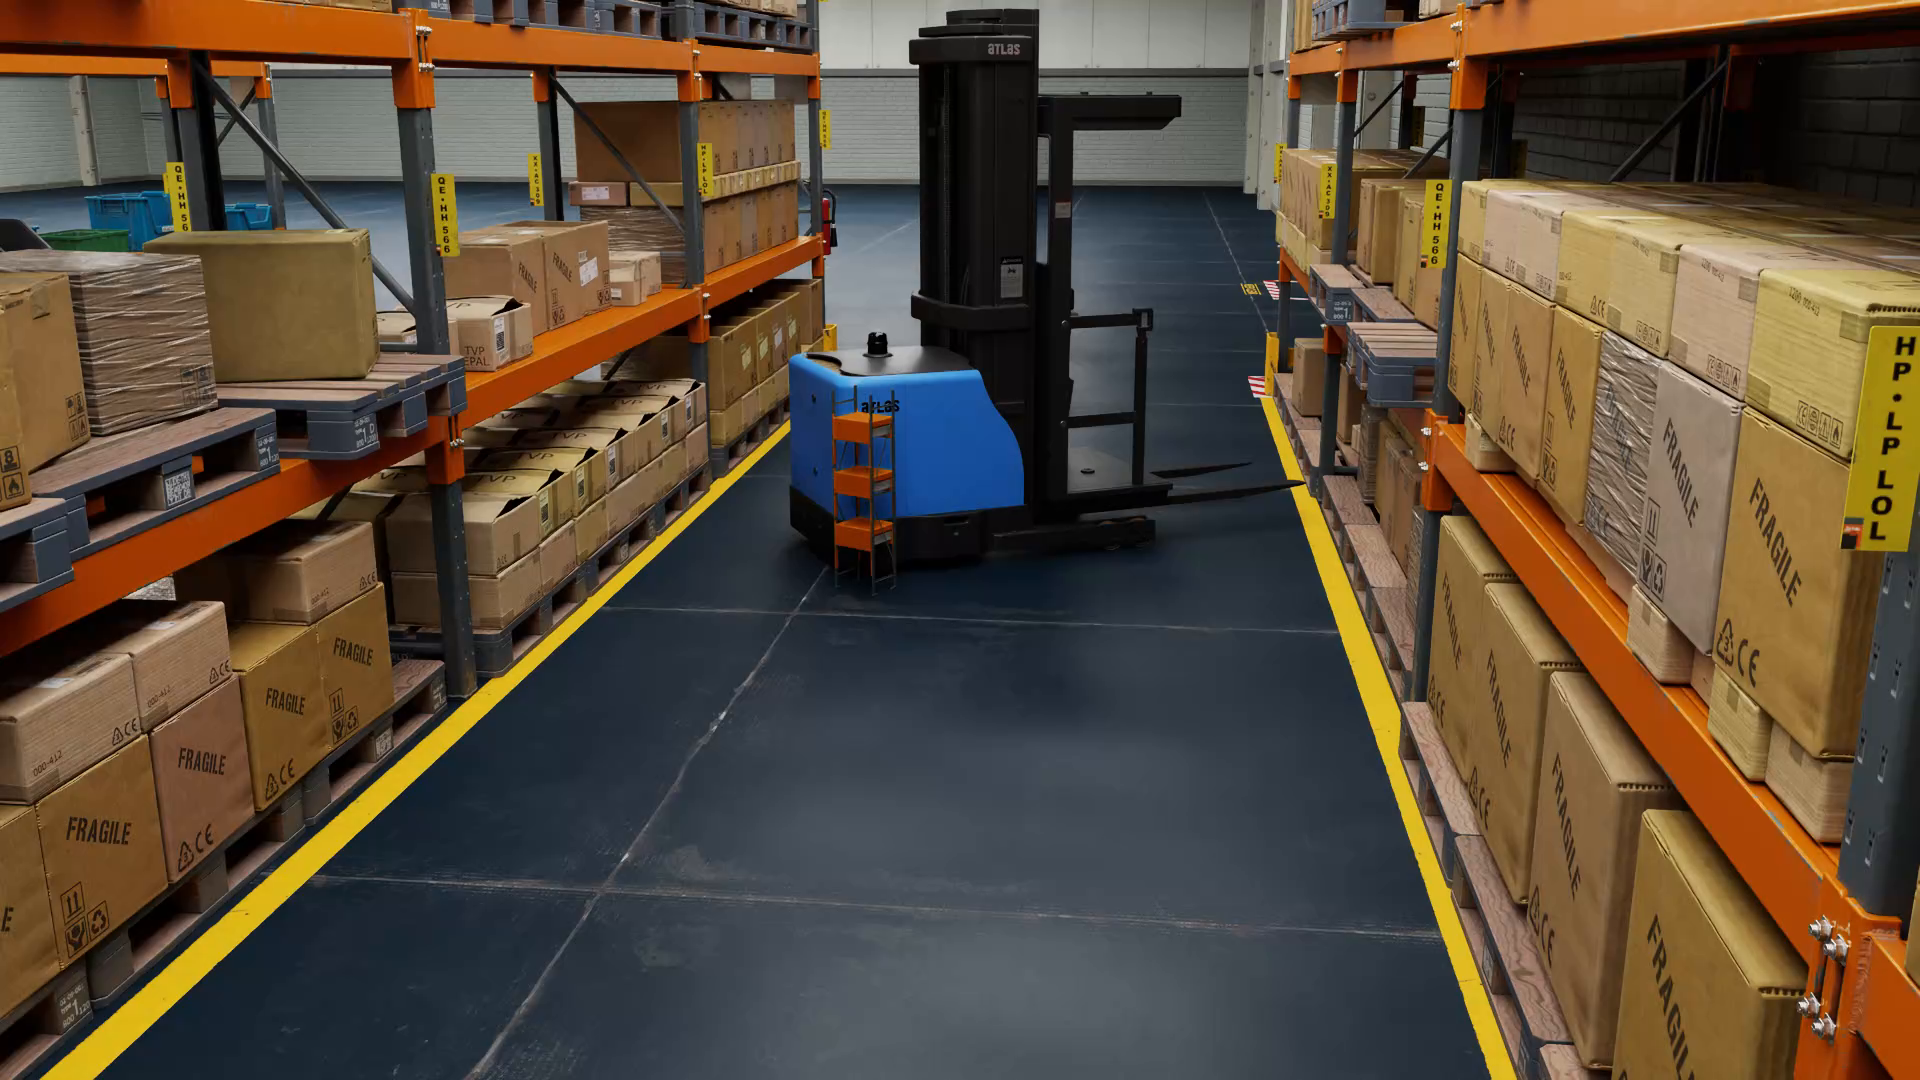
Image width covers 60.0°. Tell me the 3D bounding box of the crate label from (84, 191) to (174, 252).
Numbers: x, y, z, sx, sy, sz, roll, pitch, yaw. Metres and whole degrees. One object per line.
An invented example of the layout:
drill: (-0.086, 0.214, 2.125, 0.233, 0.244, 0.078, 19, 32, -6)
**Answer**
crate label: (-6.558, -2.544, 13.254, 0.502, 0.435, 0.616, 2, 15, 6)

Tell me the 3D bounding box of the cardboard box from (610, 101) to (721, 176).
cardboard box: (-2.049, -2.748, 11.403, 0.700, 0.500, 0.500, 2, 15, 6)

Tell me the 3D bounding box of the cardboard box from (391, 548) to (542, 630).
cardboard box: (-2.249, 0.207, 7.612, 0.500, 0.250, 0.500, 2, 15, 6)

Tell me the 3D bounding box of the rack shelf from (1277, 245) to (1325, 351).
rack shelf: (2.999, -1.854, 12.150, 1.077, 0.370, 4.000, 2, 15, 6)

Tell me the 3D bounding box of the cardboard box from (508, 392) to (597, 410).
cardboard box: (-2.505, -0.744, 10.056, 0.500, 0.311, 0.500, 2, 15, 6)

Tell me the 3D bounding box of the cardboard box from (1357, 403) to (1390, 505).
cardboard box: (2.707, -0.497, 9.699, 0.700, 0.500, 0.500, 2, 15, 8)

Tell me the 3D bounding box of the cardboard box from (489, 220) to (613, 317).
cardboard box: (-2.311, -1.540, 9.421, 0.500, 0.500, 0.500, 3, 15, 10)

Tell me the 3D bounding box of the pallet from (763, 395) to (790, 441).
pallet: (-1.882, -1.004, 12.970, 1.003, 0.211, 1.213, 2, 15, 6)

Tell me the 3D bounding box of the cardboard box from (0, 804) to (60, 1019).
cardboard box: (-2.706, 0.985, 4.220, 0.500, 0.500, 0.500, 2, 15, 7)

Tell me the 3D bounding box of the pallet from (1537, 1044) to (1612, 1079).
pallet: (1.883, 1.536, 3.577, 1.003, 0.211, 1.213, 2, 15, 6)

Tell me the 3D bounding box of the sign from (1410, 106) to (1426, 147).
sign: (3.774, -3.410, 13.703, 0.100, 0.325, 0.005, 2, 15, 6)

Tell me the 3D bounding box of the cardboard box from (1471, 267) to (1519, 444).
cardboard box: (1.945, -0.593, 5.308, 0.500, 0.500, 0.500, 2, 15, 8)

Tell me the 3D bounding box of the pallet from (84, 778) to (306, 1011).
pallet: (-2.862, 1.064, 5.323, 1.003, 0.211, 1.213, 2, 15, 6)

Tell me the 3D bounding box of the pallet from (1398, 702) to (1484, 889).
pallet: (2.158, 0.903, 5.917, 1.003, 0.211, 1.213, 2, 15, 6)

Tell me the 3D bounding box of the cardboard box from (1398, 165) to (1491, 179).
cardboard box: (3.034, -2.098, 10.485, 0.500, 0.500, 0.500, 1, 15, 5)

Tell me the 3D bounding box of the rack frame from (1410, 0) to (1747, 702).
rack frame: (2.322, -0.645, 6.301, 1.000, 3.000, 0.127, 2, 15, 6)

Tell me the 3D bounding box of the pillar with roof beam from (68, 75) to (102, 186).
pillar with roof beam: (-19.631, -13.991, 44.163, 9.100, 9.000, 0.400, 2, 15, 6)

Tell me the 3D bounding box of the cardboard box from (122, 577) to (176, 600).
cardboard box: (-2.989, 0.450, 6.198, 0.500, 0.500, 0.500, 1, 15, 4)

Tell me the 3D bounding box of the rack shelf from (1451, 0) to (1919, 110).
rack shelf: (2.096, -1.227, 4.086, 1.077, 0.370, 4.000, 2, 15, 6)

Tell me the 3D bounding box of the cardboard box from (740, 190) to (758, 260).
cardboard box: (-1.935, -2.391, 12.566, 0.700, 0.500, 0.500, 2, 15, 8)

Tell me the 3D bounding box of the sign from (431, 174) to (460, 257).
sign: (-2.060, -1.297, 6.647, 0.100, 0.325, 0.005, 2, 15, 6)

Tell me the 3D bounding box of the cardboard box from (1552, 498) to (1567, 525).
cardboard box: (1.937, -0.120, 4.804, 0.380, 0.149, 0.250, 2, 15, 7)

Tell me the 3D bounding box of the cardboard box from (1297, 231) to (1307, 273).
cardboard box: (2.632, -2.012, 11.604, 0.500, 0.250, 0.500, 2, 15, 6)

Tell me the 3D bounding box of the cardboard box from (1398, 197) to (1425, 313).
cardboard box: (2.484, -1.352, 7.880, 0.700, 0.500, 0.500, 2, 15, 6)

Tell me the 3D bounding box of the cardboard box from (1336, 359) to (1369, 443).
cardboard box: (2.851, -0.959, 11.407, 0.500, 0.500, 0.500, 1, 15, 2)

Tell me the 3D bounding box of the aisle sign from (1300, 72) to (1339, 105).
aisle sign: (2.935, -4.002, 13.737, 0.394, 0.787, 0.004, 2, 15, 6)

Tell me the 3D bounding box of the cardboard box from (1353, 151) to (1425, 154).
cardboard box: (3.316, -2.761, 12.937, 0.500, 0.500, 0.500, 2, 15, 7)

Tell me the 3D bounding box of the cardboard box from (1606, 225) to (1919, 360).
cardboard box: (1.794, -0.565, 3.767, 0.500, 0.250, 0.500, 2, 15, 7)

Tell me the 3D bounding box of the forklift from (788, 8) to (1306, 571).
forklift: (0.576, -1.477, 9.509, 3.031, 2.935, 1.130, -6, 16, -22)

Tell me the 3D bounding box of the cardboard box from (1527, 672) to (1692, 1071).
cardboard box: (1.912, 0.824, 4.181, 0.750, 0.750, 0.750, 2, 15, 8)

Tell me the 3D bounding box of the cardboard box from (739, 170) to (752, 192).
cardboard box: (-1.755, -2.655, 12.299, 0.380, 0.149, 0.250, 2, 15, 6)

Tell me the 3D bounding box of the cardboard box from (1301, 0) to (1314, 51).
cardboard box: (2.788, -3.874, 12.264, 0.500, 0.500, 0.500, 2, 15, 9)

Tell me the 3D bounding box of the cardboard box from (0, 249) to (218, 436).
cardboard box: (-2.852, -0.643, 5.297, 0.700, 0.500, 0.500, 5, 16, 17)

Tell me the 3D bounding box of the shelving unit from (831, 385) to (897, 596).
shelving unit: (-0.494, -0.256, 8.599, 0.252, 1.050, 0.215, 10, 18, 34)

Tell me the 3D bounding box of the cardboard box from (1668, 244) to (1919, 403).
cardboard box: (1.737, -0.432, 3.278, 0.500, 0.250, 0.500, 2, 15, 7)

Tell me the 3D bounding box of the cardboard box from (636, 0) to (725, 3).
cardboard box: (-1.830, -3.717, 10.651, 0.500, 0.500, 0.500, 3, 15, 11)

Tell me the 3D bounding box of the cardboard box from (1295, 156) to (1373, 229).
cardboard box: (2.696, -2.508, 12.004, 0.500, 0.500, 0.500, 2, 15, 8)

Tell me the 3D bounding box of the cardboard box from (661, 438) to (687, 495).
cardboard box: (-1.967, -0.456, 10.064, 0.500, 0.250, 0.500, 1, 15, 5)

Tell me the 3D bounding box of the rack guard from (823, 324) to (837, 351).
rack guard: (-1.695, -1.665, 14.860, 1.175, 0.500, 0.348, 2, 15, 6)

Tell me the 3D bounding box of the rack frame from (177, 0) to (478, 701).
rack frame: (-2.600, -0.790, 6.837, 1.000, 3.000, 0.127, 2, 15, 6)

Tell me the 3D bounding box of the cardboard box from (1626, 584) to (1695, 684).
cardboard box: (1.678, 0.206, 3.598, 0.380, 0.149, 0.250, 2, 15, 6)

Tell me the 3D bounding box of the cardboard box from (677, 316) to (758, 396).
cardboard box: (-1.737, -1.306, 11.771, 0.500, 0.500, 0.500, 2, 15, 6)

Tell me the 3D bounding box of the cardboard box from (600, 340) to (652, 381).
cardboard box: (-2.246, -1.321, 11.827, 0.500, 0.500, 0.500, 2, 15, 6)

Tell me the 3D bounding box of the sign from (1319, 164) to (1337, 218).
sign: (2.234, -2.114, 10.077, 0.100, 0.325, 0.005, 2, 15, 6)

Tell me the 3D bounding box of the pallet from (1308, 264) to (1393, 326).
pallet: (2.543, -1.396, 9.446, 1.003, 0.211, 1.213, 2, 15, 6)

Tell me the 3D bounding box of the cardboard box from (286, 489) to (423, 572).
cardboard box: (-2.786, -0.079, 7.598, 0.500, 0.311, 0.500, 2, 15, 8)

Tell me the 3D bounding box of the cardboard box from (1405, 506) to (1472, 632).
cardboard box: (2.352, 0.161, 7.267, 0.700, 0.500, 0.500, 2, 15, 7)

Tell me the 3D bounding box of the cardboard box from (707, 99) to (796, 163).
cardboard box: (-1.769, -3.405, 13.831, 0.700, 0.500, 0.500, 2, 15, 6)

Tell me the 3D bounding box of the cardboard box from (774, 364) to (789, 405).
cardboard box: (-1.622, -1.203, 12.828, 0.500, 0.250, 0.500, 2, 15, 6)

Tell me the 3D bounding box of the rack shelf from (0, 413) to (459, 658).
rack shelf: (-2.826, 0.076, 5.013, 1.077, 0.370, 4.000, 2, 15, 6)

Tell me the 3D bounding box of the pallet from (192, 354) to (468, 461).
pallet: (-2.607, -0.520, 6.205, 1.213, 0.211, 1.003, 2, 15, 6)

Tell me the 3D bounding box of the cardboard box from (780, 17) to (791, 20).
cardboard box: (-1.767, -4.484, 13.482, 0.797, 0.503, 0.637, 3, 15, 10)

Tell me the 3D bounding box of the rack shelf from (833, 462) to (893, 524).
rack shelf: (-0.494, -0.246, 8.602, 0.240, 0.259, 0.215, 10, 18, 34)

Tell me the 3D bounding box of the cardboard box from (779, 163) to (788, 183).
cardboard box: (-1.608, -2.987, 13.529, 0.380, 0.149, 0.250, 1, 15, 5)

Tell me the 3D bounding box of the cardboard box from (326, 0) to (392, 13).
cardboard box: (-2.616, -2.172, 6.011, 0.910, 0.500, 0.500, 2, 15, 6)

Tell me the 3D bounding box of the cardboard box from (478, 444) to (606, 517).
cardboard box: (-2.139, -0.332, 8.532, 0.500, 0.311, 0.500, 1, 15, 5)

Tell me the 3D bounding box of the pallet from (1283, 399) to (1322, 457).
pallet: (2.949, -0.829, 12.324, 1.003, 0.211, 1.213, 2, 15, 6)

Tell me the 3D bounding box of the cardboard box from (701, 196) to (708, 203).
cardboard box: (-1.898, -2.318, 11.054, 0.380, 0.149, 0.250, 2, 15, 7)

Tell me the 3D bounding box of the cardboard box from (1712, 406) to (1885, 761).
cardboard box: (1.672, 0.064, 2.881, 0.500, 0.500, 0.500, 1, 15, 5)
